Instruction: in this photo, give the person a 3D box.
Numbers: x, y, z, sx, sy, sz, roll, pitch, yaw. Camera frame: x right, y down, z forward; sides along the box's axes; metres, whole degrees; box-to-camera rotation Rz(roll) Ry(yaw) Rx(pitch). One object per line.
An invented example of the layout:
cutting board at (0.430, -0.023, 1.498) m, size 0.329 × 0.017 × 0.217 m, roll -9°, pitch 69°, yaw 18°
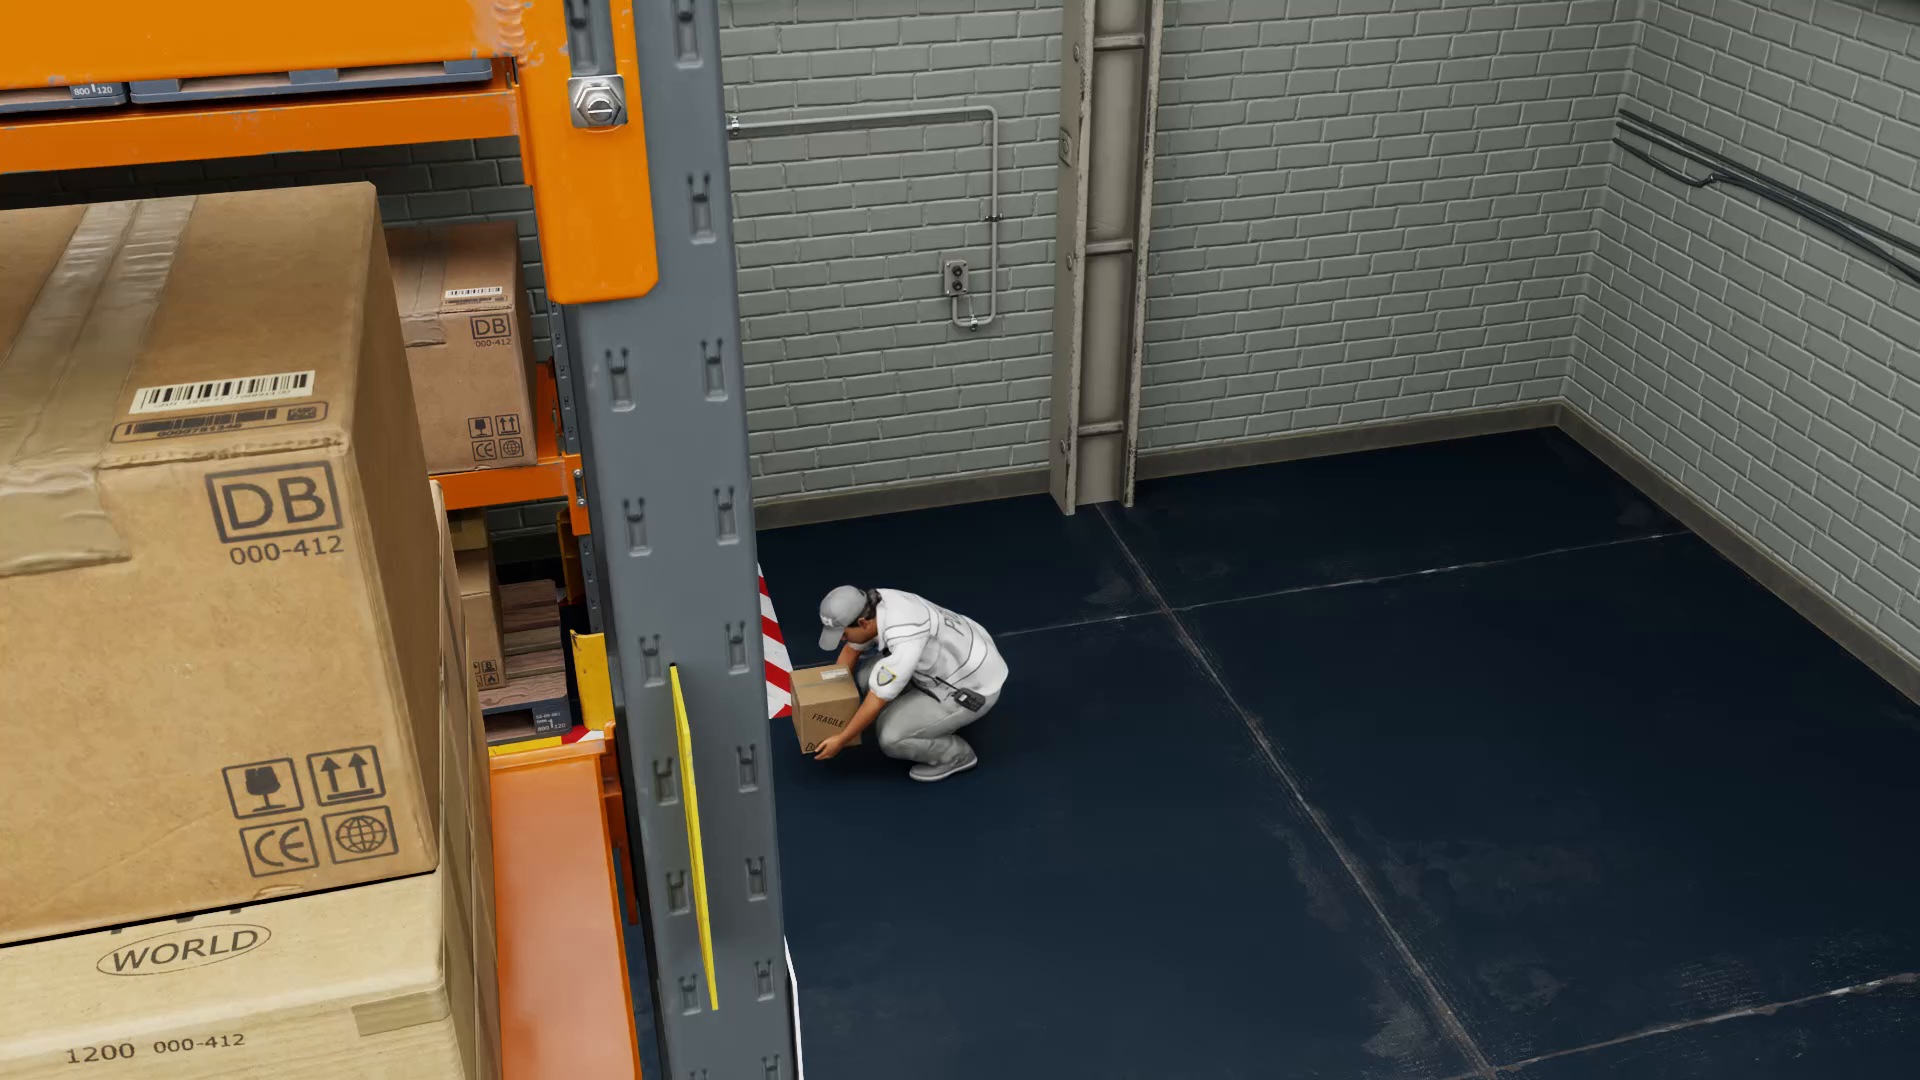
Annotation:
person at (-0.227, 0.540, 6.946) m, size 0.849 × 0.934 × 0.529 m, roll -8°, pitch 31°, yaw -13°
